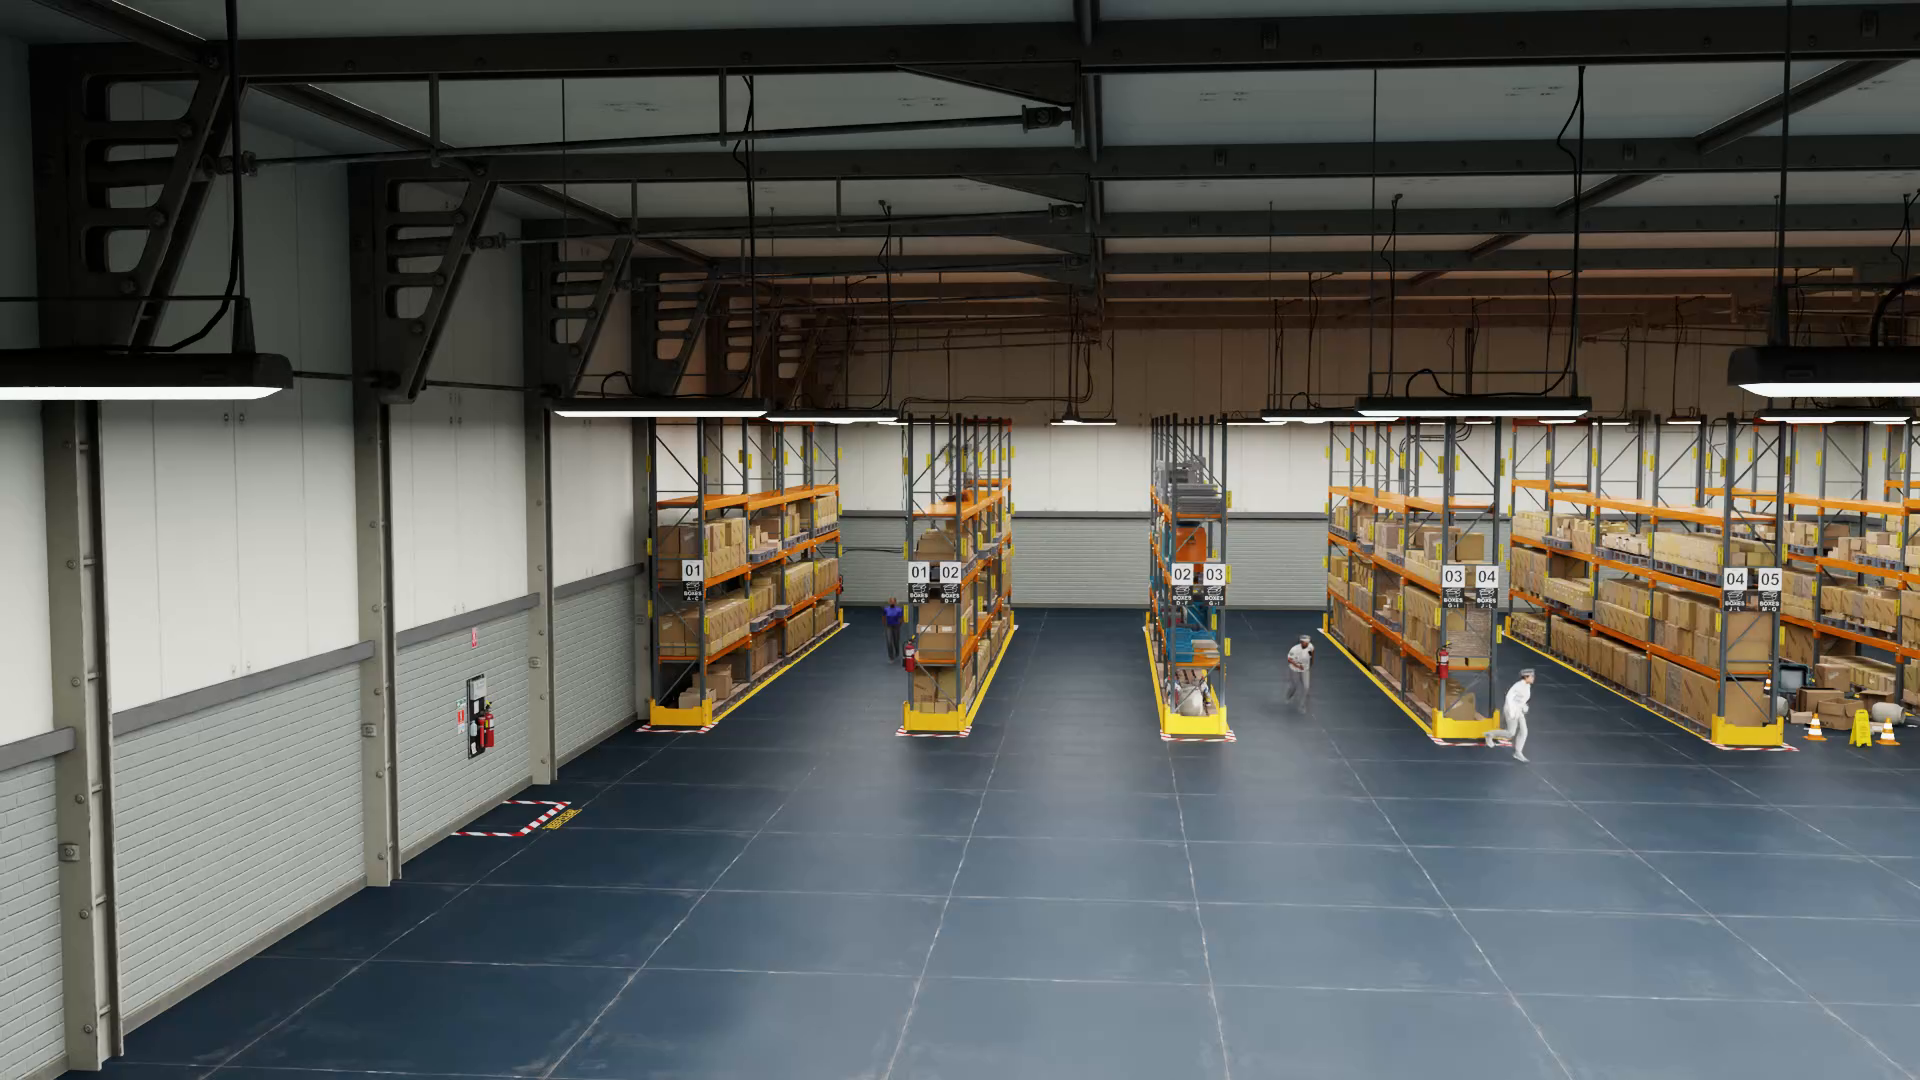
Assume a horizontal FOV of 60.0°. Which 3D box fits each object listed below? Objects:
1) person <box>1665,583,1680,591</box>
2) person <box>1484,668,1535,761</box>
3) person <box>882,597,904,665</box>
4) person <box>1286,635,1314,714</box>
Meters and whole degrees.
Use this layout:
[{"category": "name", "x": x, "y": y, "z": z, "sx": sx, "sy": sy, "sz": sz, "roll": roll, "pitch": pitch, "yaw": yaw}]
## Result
[{"category": "person", "x": 20.599, "y": 1.659, "z": 48.014, "sx": 0.698, "sy": 1.684, "sz": 0.535, "roll": -1, "pitch": 4, "yaw": -14}, {"category": "person", "x": 9.543, "y": 3.003, "z": 28.860, "sx": 0.859, "sy": 1.631, "sz": 0.620, "roll": 3, "pitch": 5, "yaw": 33}, {"category": "person", "x": -1.636, "y": 2.190, "z": 40.592, "sx": 0.559, "sy": 1.640, "sz": 0.826, "roll": 0, "pitch": 4, "yaw": 2}, {"category": "person", "x": 6.864, "y": 2.690, "z": 33.714, "sx": 0.615, "sy": 1.622, "sz": 0.985, "roll": -1, "pitch": 4, "yaw": -12}]
